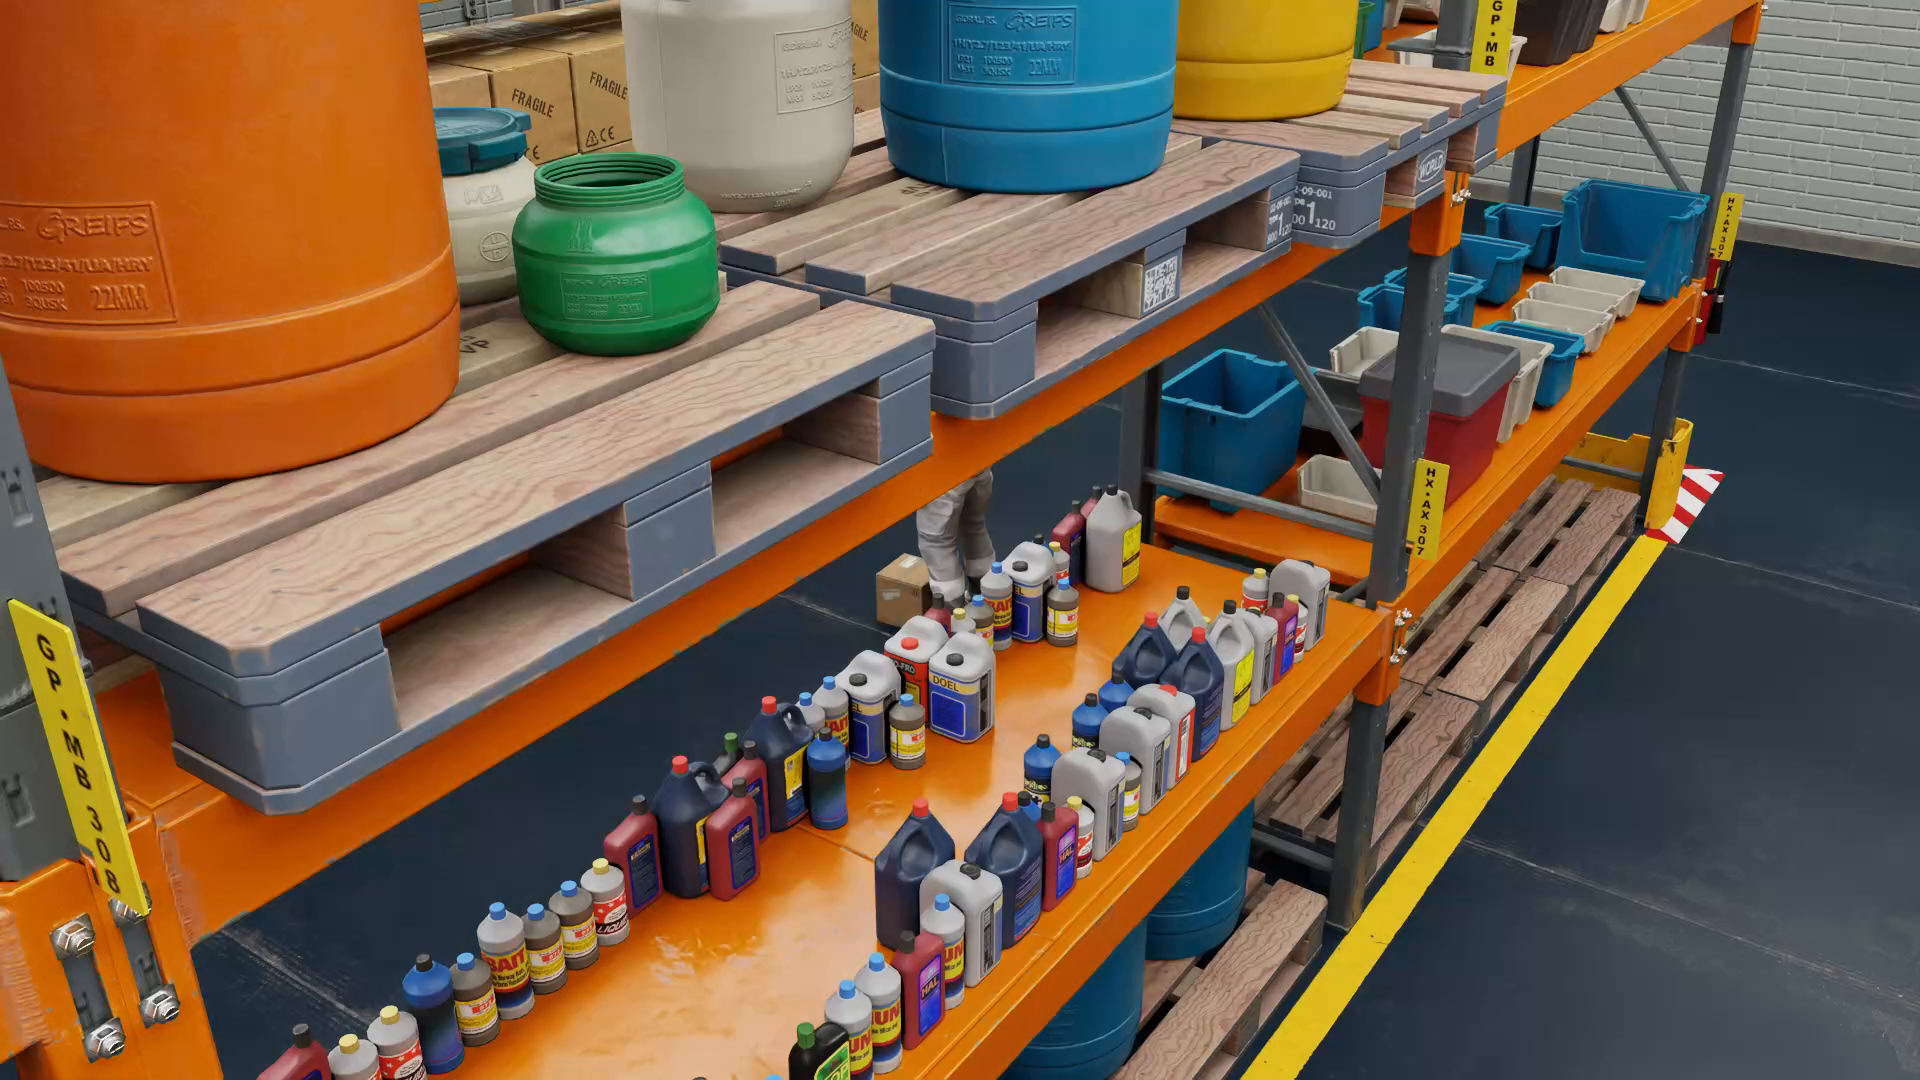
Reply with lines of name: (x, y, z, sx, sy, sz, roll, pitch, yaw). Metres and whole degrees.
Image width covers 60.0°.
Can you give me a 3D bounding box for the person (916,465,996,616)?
person: (-0.043, -0.369, 7.334, 0.452, 1.778, 0.617, 15, 30, 27)
